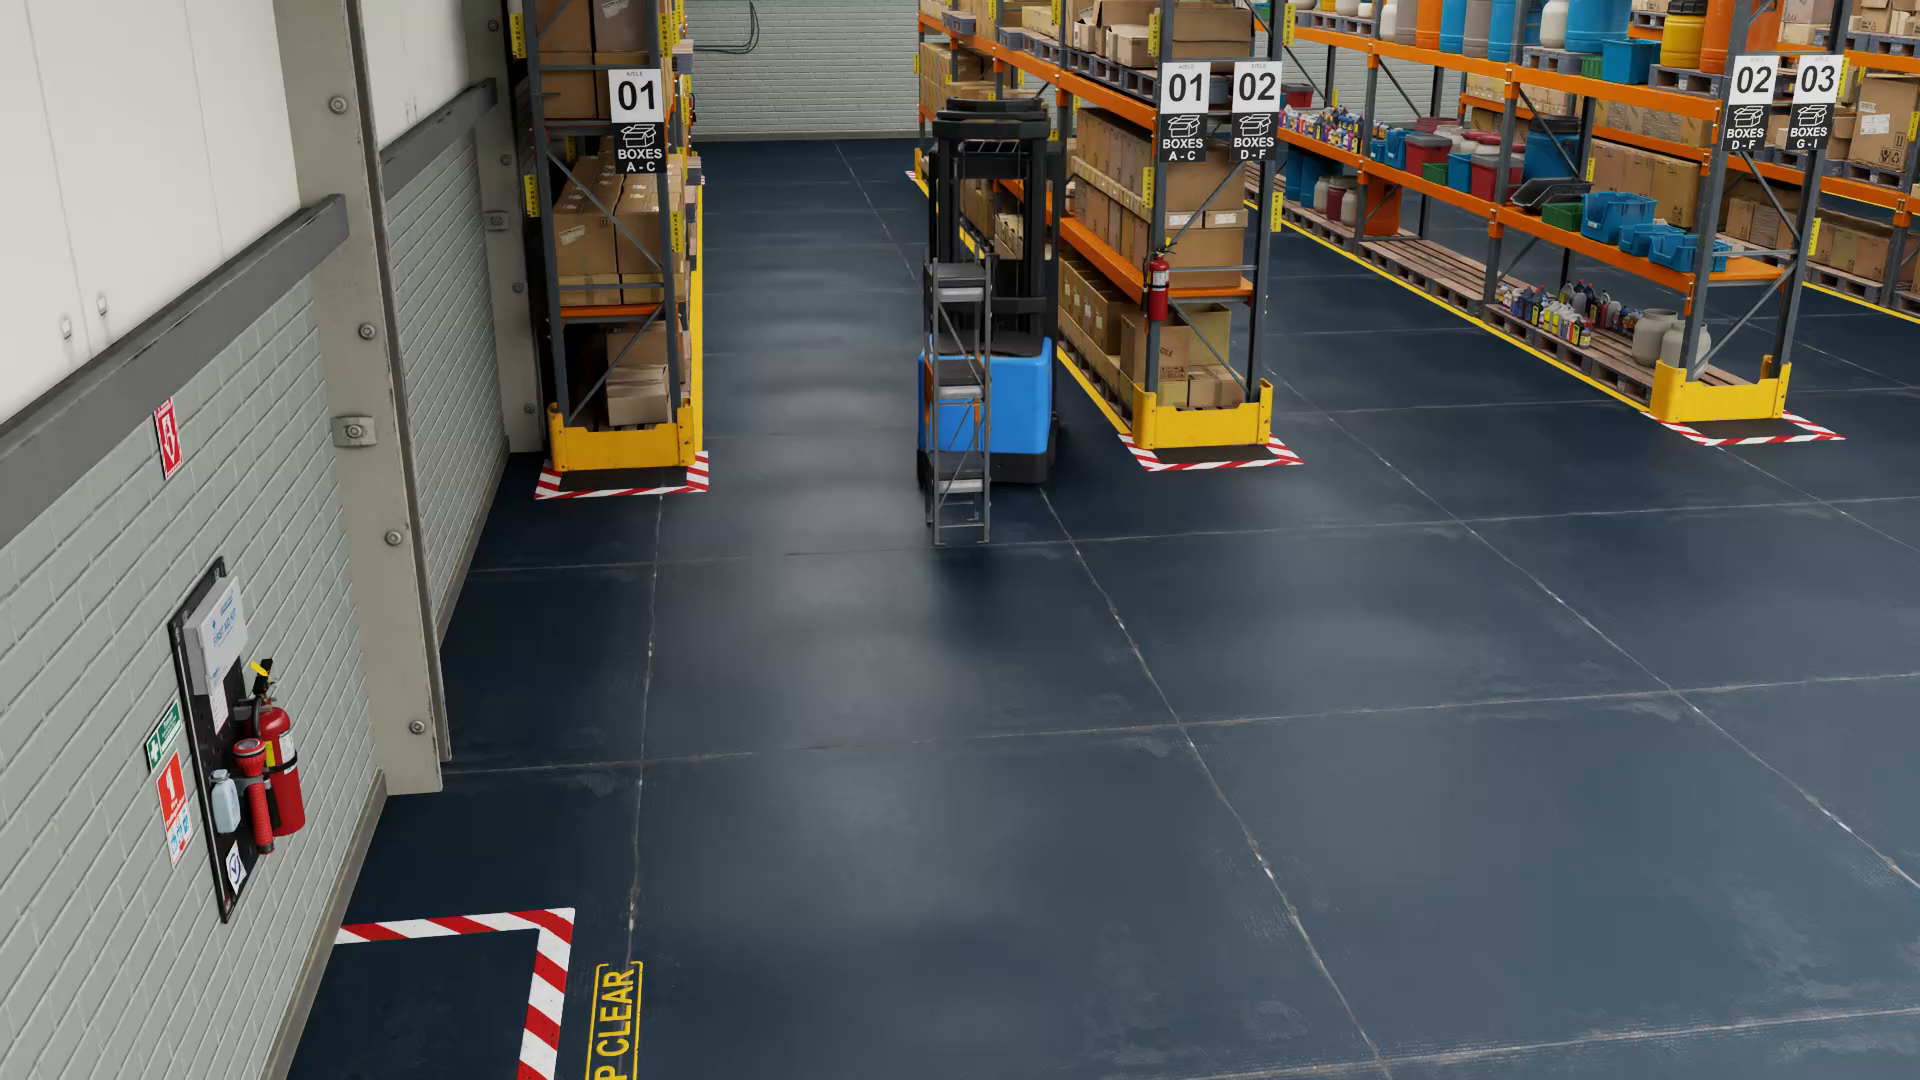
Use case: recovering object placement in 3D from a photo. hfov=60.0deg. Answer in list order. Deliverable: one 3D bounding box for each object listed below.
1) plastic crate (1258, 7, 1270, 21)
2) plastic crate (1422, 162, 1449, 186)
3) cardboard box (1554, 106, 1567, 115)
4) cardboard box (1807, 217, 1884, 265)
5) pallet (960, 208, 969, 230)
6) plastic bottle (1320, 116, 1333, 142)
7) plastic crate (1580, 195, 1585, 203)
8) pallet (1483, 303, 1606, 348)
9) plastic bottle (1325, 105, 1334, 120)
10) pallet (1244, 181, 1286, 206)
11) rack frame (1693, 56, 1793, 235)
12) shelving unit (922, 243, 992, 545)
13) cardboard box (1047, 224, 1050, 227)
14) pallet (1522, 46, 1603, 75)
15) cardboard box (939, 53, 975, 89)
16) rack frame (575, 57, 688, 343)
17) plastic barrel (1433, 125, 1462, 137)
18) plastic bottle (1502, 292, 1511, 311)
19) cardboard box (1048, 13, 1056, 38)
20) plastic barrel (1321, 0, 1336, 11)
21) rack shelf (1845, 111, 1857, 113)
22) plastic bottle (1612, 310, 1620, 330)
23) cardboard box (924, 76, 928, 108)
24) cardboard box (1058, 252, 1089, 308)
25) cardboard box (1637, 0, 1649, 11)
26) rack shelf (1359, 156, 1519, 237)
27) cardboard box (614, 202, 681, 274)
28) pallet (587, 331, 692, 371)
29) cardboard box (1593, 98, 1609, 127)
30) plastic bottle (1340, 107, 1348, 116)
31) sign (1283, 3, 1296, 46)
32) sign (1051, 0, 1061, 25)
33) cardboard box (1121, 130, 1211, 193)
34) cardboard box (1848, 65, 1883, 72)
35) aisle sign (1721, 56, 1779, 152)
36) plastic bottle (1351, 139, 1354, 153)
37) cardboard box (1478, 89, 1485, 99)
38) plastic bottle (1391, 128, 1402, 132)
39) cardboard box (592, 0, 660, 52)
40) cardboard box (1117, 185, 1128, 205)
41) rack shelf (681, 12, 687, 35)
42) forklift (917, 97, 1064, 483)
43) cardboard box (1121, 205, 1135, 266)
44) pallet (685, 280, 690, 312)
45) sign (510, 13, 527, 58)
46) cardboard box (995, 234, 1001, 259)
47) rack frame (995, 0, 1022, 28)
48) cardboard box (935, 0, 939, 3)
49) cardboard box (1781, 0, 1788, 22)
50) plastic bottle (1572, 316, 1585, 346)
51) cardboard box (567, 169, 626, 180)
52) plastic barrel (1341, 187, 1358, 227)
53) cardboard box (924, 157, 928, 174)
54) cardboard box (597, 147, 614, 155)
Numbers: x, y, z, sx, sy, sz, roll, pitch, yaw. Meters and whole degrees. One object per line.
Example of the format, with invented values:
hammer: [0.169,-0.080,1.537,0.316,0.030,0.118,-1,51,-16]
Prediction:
plastic crate: [4.911,-8.121,25.689,0.450,0.188,0.662,-3,21,-8]
plastic crate: [5.894,-4.404,20.023,0.450,0.188,0.662,-3,21,-8]
cardboard box: [9.804,-6.905,26.776,0.380,0.149,0.250,-3,21,-7]
cardboard box: [11.127,-3.773,20.974,0.700,0.500,0.500,-5,21,-12]
pallet: [0.524,-4.849,24.899,1.003,0.211,1.213,-3,21,-8]
plastic bottle: [5.221,-5.848,23.656,0.144,0.351,0.185,-3,21,-8]
plastic crate: [6.853,-3.475,17.446,0.499,0.251,0.616,-3,21,-8]
pallet: [6.480,-2.373,18.269,1.003,0.211,1.213,-3,21,-8]
plastic bottle: [5.585,-6.352,25.007,0.144,0.351,0.185,-3,21,-8]
pallet: [5.127,-5.630,26.990,1.003,0.211,1.213,-3,21,-8]
rack frame: [10.749,-5.549,22.786,1.000,3.000,0.127,-3,21,-8]
shelving unit: [-0.024,-1.041,12.002,0.431,2.100,0.503,-3,21,-8]
cardboard box: [1.346,-3.873,20.828,0.500,0.311,0.500,-3,21,-9]
pallet: [6.625,-4.986,17.262,1.213,0.211,1.003,-3,21,-8]
cardboard box: [-0.037,-7.290,25.876,0.500,0.500,0.500,-3,21,-9]
rack frame: [-3.379,-3.415,17.071,1.000,3.000,0.127,-3,21,-8]
plastic barrel: [6.208,-5.006,21.173,0.421,0.512,0.421,0,20,0]
plastic bottle: [6.051,-2.642,18.373,0.097,0.201,0.097,0,20,0]
cardboard box: [1.307,-5.862,18.952,0.500,0.250,0.500,-5,21,-12]
plastic barrel: [5.604,-8.068,24.375,0.600,0.588,0.600,0,20,0]
rack shelf: [14.807,-7.505,29.050,1.077,0.370,4.000,-3,21,-8]
plastic bottle: [6.940,-2.327,17.529,0.097,0.201,0.097,0,20,0]
cardboard box: [-0.325,-7.522,27.926,0.500,0.500,0.500,-3,21,-8]
cardboard box: [1.279,-2.749,17.548,0.500,0.500,0.500,-3,21,-8]
cardboard box: [10.239,-7.895,24.539,0.380,0.149,0.250,-4,21,-10]
rack shelf: [6.136,-4.270,20.389,1.077,0.370,4.000,-3,21,-8]
cardboard box: [-2.574,-2.501,13.738,0.500,0.500,0.500,-3,21,-8]
pallet: [-3.247,-1.878,16.941,1.003,0.211,1.213,-3,21,-8]
cardboard box: [10.065,-6.635,25.550,0.500,0.500,0.500,-3,21,-8]
plastic bottle: [5.754,-6.295,24.855,0.144,0.351,0.185,-3,21,-8]
sign: [2.649,-4.158,13.414,0.100,0.325,0.005,-3,21,-8]
sign: [0.987,-5.430,16.991,0.100,0.325,0.005,-3,21,-8]
cardboard box: [1.882,-3.472,15.229,0.700,0.500,0.500,-3,21,-8]
cardboard box: [14.760,-7.953,27.225,0.500,0.500,0.500,-4,21,-10]
aisle sign: [6.718,-3.707,14.139,0.394,0.787,0.004,-3,21,-8]
plastic bottle: [5.369,-5.366,22.579,0.097,0.201,0.097,0,20,0]
cardboard box: [9.396,-7.884,29.397,0.380,0.149,0.250,-3,21,-9]
plastic bottle: [6.039,-5.567,23.013,0.152,0.276,0.135,-3,21,-8]
cardboard box: [-2.618,-4.105,13.032,0.500,0.500,0.500,-4,21,-12]
cardboard box: [1.667,-3.202,15.433,0.380,0.149,0.250,-2,21,-6]
rack shelf: [-4.821,-7.945,25.942,1.077,0.370,4.000,-3,21,-8]
forklift: [0.308,-2.299,14.182,1.130,2.935,3.031,2,21,5]
cardboard box: [1.898,-2.844,15.400,0.700,0.500,0.500,-3,21,-7]
pallet: [-3.672,-2.801,19.414,1.003,0.211,1.213,-3,21,-8]
sign: [-3.355,-3.829,12.627,0.100,0.325,0.005,-3,21,-8]
cardboard box: [0.731,-3.763,21.334,0.500,0.250,0.500,-3,21,-8]
rack frame: [0.946,-7.861,20.402,1.000,3.000,0.127,-3,21,-8]
cardboard box: [-0.108,-8.506,25.916,0.500,0.250,0.500,-3,21,-8]
cardboard box: [10.632,-6.884,21.215,0.500,0.500,0.500,-3,21,-7]
plastic bottle: [6.268,-2.116,16.849,0.061,0.283,0.133,-2,21,-6]
cardboard box: [-3.381,-3.180,15.556,0.500,0.500,0.500,-2,21,-6]
plastic barrel: [5.591,-4.690,23.442,0.421,0.512,0.421,0,20,0]
cardboard box: [-0.338,-6.363,28.266,0.500,0.250,0.500,-3,21,-8]
cardboard box: [-3.419,-3.845,17.453,0.700,0.500,0.500,-3,21,-8]
